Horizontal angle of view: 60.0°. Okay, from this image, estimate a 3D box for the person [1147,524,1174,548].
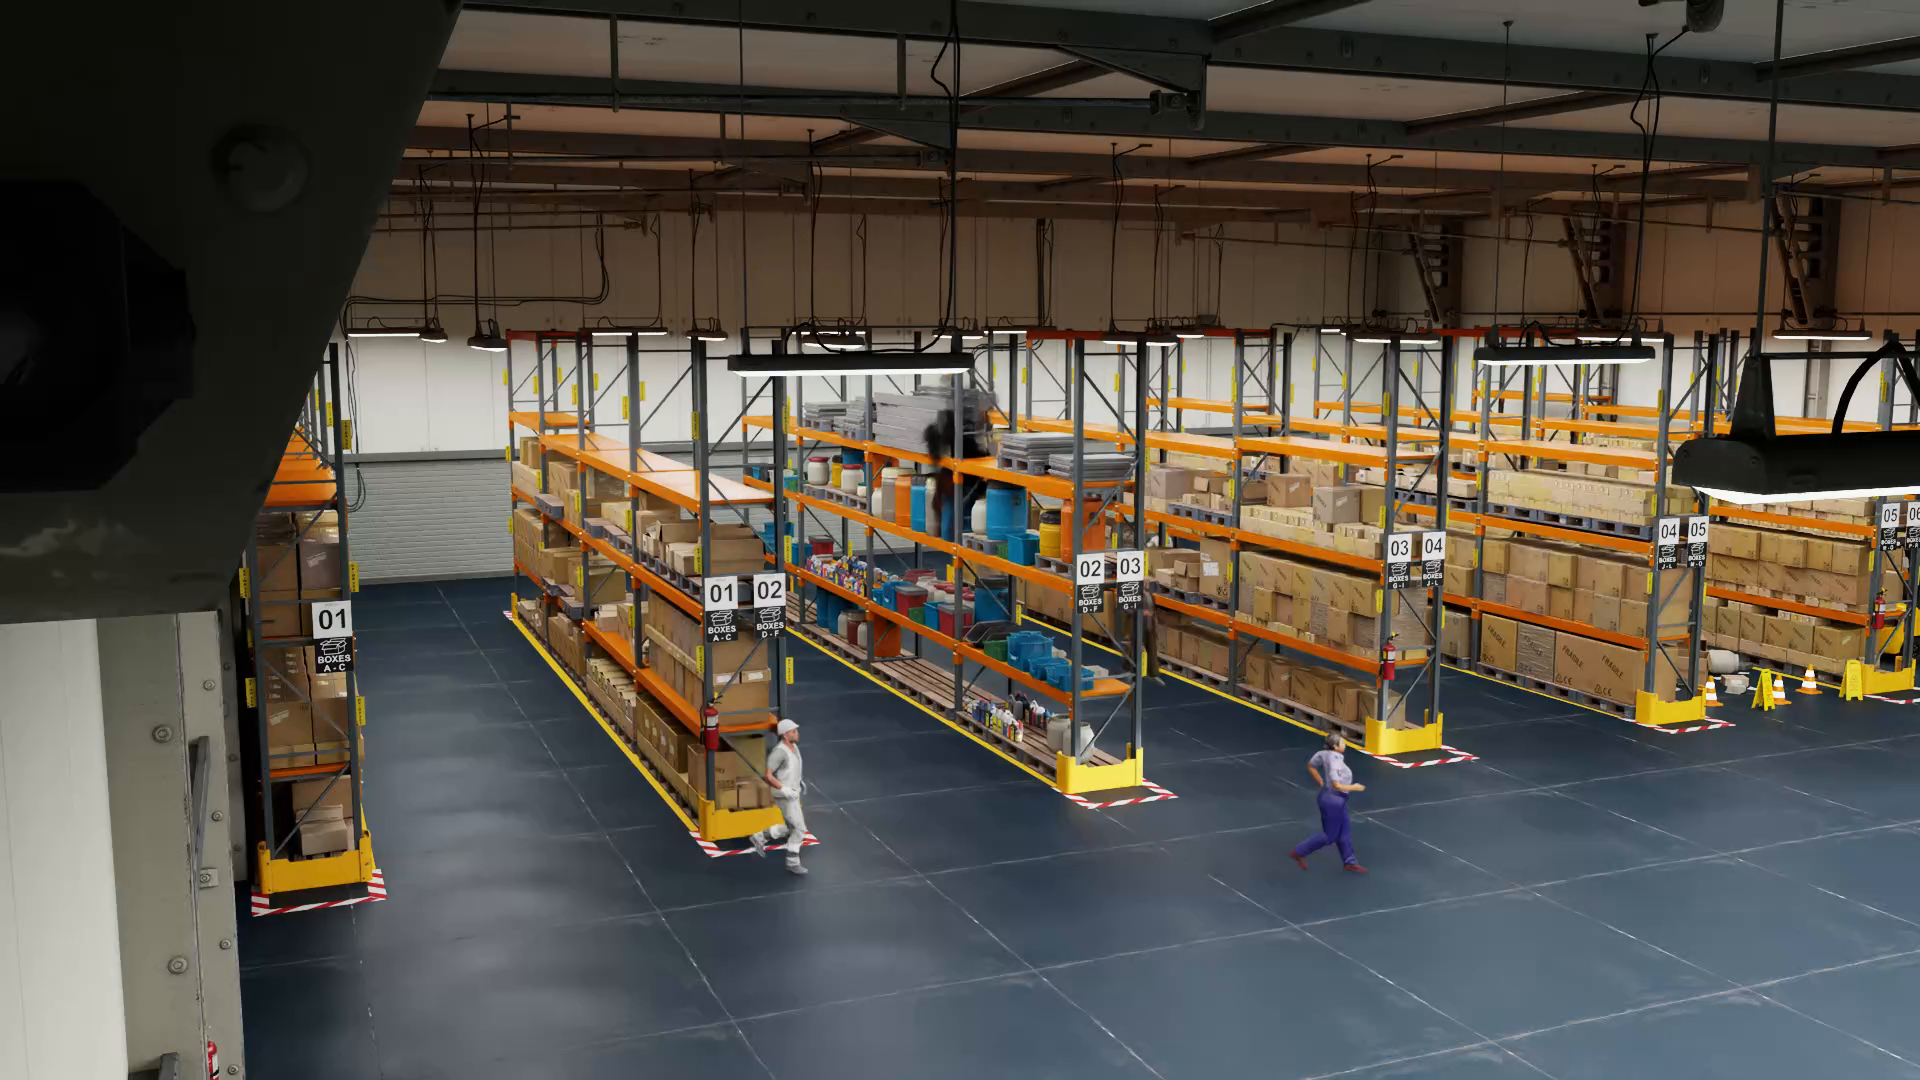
[{"bbox_3d":[4.520,0.466,37.051,0.589,1.669,0.616,-3,8,-20],"label":"person"}]

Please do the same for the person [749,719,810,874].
[{"bbox_3d":[-2.056,2.912,18.984,0.750,1.767,0.692,2,8,12],"label":"person"}]

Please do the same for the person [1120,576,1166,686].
[{"bbox_3d":[2.993,1.575,27.161,0.710,1.596,0.972,-6,10,-35],"label":"person"}]

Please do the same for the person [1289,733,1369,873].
[{"bbox_3d":[4.178,2.976,18.730,0.936,1.647,0.611,0,8,1],"label":"person"}]
